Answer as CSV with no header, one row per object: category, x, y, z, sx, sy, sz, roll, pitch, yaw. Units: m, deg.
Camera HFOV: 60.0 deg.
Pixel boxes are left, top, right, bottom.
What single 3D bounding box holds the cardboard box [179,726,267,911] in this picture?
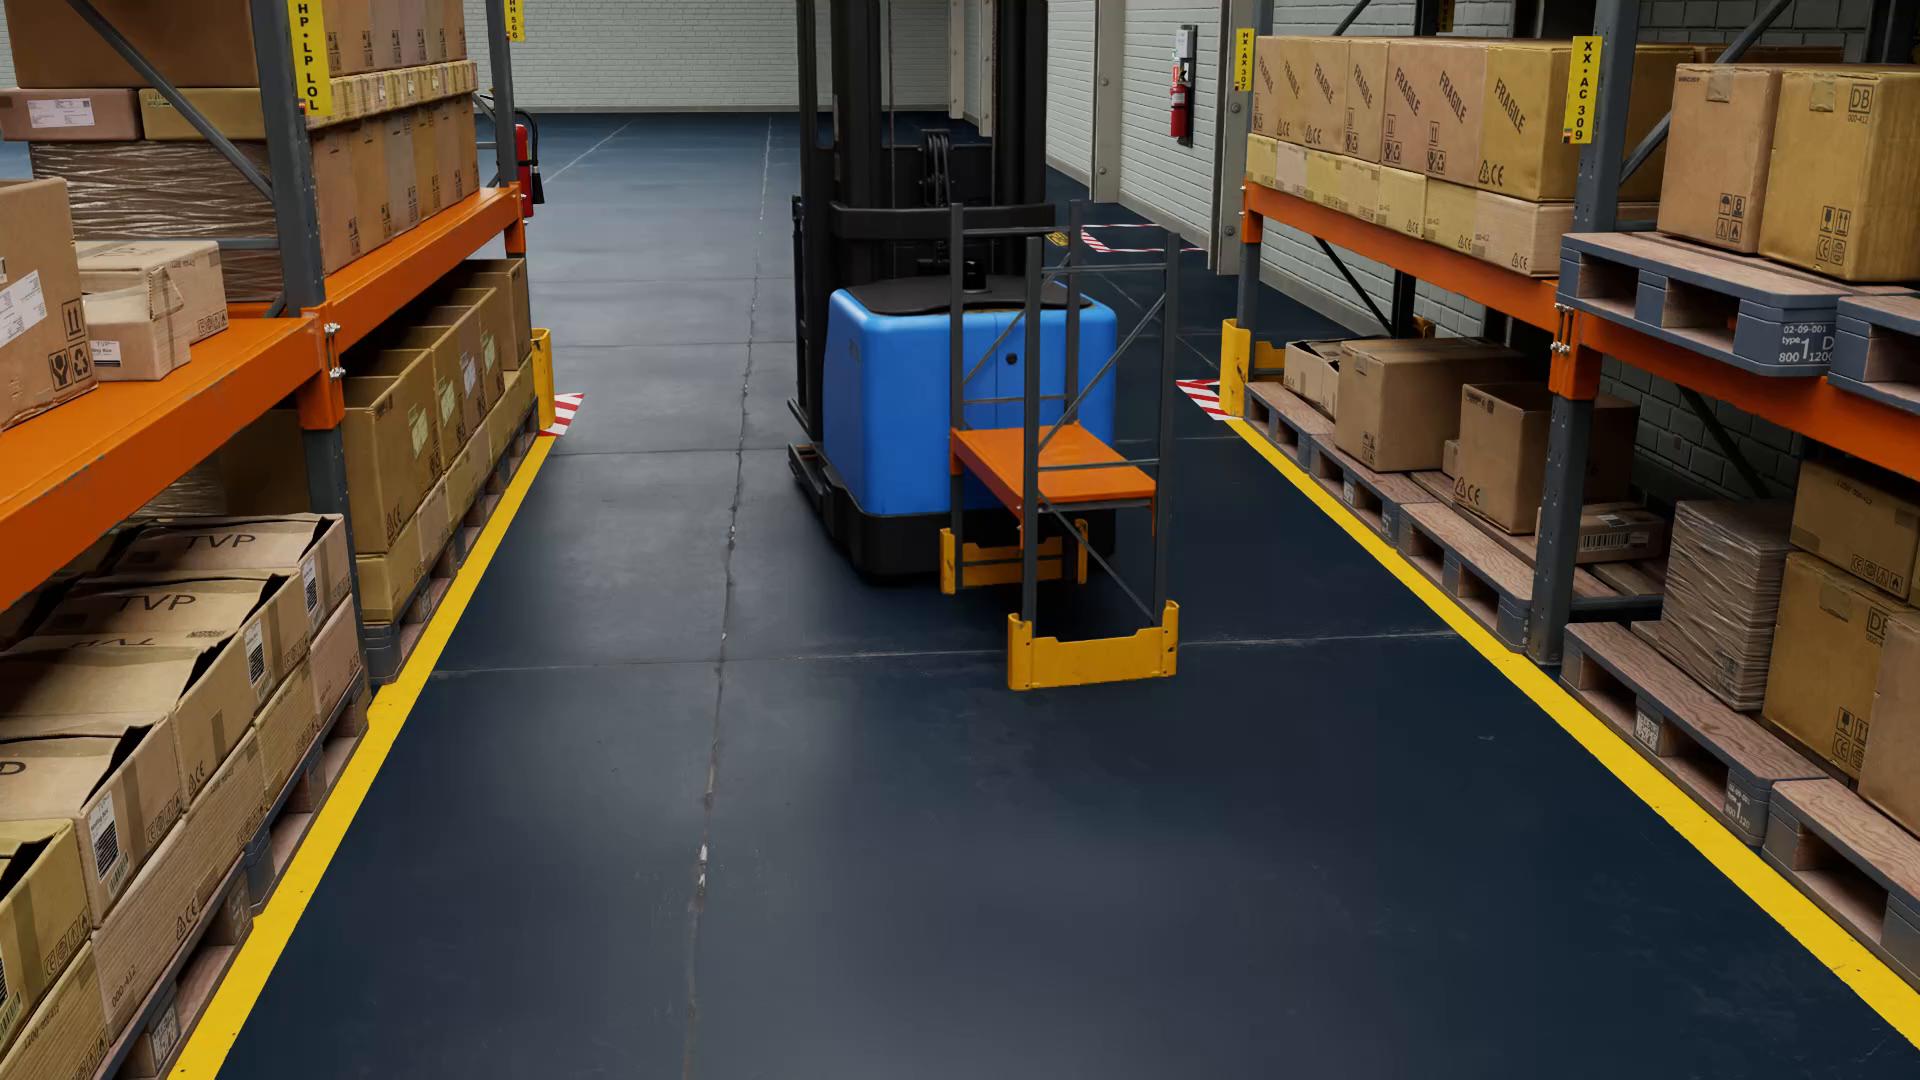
cardboard box,-1.993,0.663,3.945,0.500,0.250,0.500,-1,17,-4

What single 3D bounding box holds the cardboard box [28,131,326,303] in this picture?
cardboard box,-2.480,-1.046,5.333,0.700,0.500,0.500,-2,18,-7

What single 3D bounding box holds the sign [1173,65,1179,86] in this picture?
sign,2.229,-4.740,17.207,0.001,0.329,0.234,-2,18,-6

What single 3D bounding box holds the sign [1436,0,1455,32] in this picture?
sign,2.640,-2.926,9.029,0.100,0.325,0.005,-2,18,-6

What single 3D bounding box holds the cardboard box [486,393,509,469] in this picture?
cardboard box,-2.375,-0.498,7.645,0.500,0.250,0.500,-2,18,-6

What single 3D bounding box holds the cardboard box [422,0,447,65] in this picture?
cardboard box,-2.740,-2.412,7.521,0.700,0.500,0.500,-2,18,-7

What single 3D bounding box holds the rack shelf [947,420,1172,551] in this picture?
rack shelf,0.330,-0.216,5.963,0.538,0.185,1.000,-4,18,-13

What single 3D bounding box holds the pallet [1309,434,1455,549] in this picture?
pallet,2.265,-0.253,7.630,1.003,0.211,1.213,-2,18,-6

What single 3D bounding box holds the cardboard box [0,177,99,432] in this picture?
cardboard box,-2.311,-0.527,3.682,0.500,0.500,0.500,-1,17,-2

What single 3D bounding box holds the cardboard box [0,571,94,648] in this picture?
cardboard box,-2.587,0.258,4.300,0.500,0.311,0.500,-2,18,-6

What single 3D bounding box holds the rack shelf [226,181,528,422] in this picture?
rack shelf,-2.634,-1.118,6.933,1.077,0.370,4.000,-2,18,-6

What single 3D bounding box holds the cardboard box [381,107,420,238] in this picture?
cardboard box,-2.643,-1.505,6.795,0.700,0.500,0.500,-1,17,-4

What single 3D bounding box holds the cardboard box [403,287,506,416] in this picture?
cardboard box,-2.372,-0.856,7.533,0.500,0.500,0.500,-2,18,-6

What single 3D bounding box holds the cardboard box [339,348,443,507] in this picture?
cardboard box,-2.224,-0.409,6.108,0.500,0.500,0.500,-2,18,-6

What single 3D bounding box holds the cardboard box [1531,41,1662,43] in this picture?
cardboard box,2.562,-1.765,6.757,0.500,0.500,0.500,-1,17,-4

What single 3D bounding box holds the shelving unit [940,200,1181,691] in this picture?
shelving unit,0.332,-0.385,5.900,0.587,1.500,1.083,-4,18,-13

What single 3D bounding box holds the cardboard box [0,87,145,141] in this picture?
cardboard box,-2.669,-1.297,5.052,0.380,0.149,0.250,-2,18,-6

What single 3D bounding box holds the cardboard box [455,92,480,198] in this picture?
cardboard box,-2.805,-1.966,8.264,0.700,0.500,0.500,-2,18,-6

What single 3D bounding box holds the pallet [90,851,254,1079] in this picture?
pallet,-2.184,1.047,3.489,1.003,0.211,1.213,-2,18,-6

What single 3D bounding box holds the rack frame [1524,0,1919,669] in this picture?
rack frame,2.499,-1.020,5.418,1.000,3.000,0.127,-2,18,-6

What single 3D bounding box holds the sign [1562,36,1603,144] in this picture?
sign,1.960,-1.414,5.228,0.100,0.325,0.005,-2,18,-6

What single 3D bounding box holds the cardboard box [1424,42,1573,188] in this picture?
cardboard box,2.085,-1.596,6.217,0.500,0.500,0.500,-2,18,-6

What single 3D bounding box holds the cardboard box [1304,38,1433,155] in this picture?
cardboard box,1.925,-2.054,7.678,0.500,0.500,0.500,-2,18,-7

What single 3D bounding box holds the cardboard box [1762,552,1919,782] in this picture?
cardboard box,2.694,0.334,4.544,0.700,0.500,0.500,-2,18,-7

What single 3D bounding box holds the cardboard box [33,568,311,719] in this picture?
cardboard box,-2.041,0.245,4.343,0.500,0.311,0.500,-1,17,-4

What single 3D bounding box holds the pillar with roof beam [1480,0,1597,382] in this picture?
pillar with roof beam,-1.263,-4.759,7.313,9.100,9.000,0.400,-2,18,-6

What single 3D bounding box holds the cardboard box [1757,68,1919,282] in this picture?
cardboard box,2.568,-0.958,4.320,0.700,0.500,0.500,0,17,0

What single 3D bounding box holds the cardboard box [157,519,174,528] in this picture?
cardboard box,-2.693,0.114,5.695,0.500,0.250,0.500,-2,18,-6

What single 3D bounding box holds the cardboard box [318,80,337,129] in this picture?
cardboard box,-2.318,-1.461,5.572,0.380,0.149,0.250,-2,18,-7

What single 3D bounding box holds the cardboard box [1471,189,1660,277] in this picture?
cardboard box,2.148,-1.090,5.857,0.500,0.250,0.500,-2,18,-6

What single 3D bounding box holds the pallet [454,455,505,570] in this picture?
pallet,-2.598,-0.138,7.264,1.003,0.211,1.213,-2,18,-6

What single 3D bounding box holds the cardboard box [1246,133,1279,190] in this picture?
cardboard box,1.821,-1.995,8.739,0.500,0.250,0.500,-2,18,-7

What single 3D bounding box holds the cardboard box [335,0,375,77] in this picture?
cardboard box,-2.585,-1.964,6.093,0.700,0.500,0.500,-2,18,-6

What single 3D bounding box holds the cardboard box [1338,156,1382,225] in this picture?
cardboard box,1.985,-1.538,7.284,0.500,0.250,0.500,-2,18,-5

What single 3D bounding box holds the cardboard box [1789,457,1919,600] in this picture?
cardboard box,2.640,-0.045,4.500,0.500,0.250,0.500,-2,18,-7

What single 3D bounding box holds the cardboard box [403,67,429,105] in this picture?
cardboard box,-2.477,-1.921,7.039,0.380,0.149,0.250,-1,17,-4

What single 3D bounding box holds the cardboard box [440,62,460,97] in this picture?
cardboard box,-2.557,-2.153,7.776,0.380,0.149,0.250,-2,18,-6

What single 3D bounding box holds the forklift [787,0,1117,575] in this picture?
forklift,-0.217,-1.664,7.584,1.130,2.935,3.031,-4,18,-13

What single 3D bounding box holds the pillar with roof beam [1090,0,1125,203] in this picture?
pillar with roof beam,-2.501,-8.334,18.701,9.100,9.000,0.400,-2,18,-6

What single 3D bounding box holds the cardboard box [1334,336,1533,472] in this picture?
cardboard box,2.153,-0.630,7.615,0.700,0.500,0.500,-3,18,-9

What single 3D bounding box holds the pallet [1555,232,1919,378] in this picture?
pallet,2.433,-0.696,4.707,1.003,0.211,1.213,-2,18,-6

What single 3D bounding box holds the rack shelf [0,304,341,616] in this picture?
rack shelf,-2.222,0.073,3.137,1.077,0.370,4.000,-2,18,-6

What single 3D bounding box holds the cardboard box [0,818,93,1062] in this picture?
cardboard box,-1.890,0.696,2.904,0.500,0.311,0.500,-2,18,-7

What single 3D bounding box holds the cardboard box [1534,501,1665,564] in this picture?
cardboard box,2.414,-0.037,6.281,0.380,0.166,0.250,-4,18,-13

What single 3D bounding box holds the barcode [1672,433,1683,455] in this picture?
barcode,2.682,-0.358,6.215,0.001,0.075,0.075,-2,18,-6

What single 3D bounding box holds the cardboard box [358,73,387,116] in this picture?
cardboard box,-2.400,-1.693,6.312,0.380,0.149,0.250,-2,18,-7

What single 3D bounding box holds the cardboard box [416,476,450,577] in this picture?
cardboard box,-2.221,-0.051,6.221,0.500,0.250,0.500,-2,18,-6
